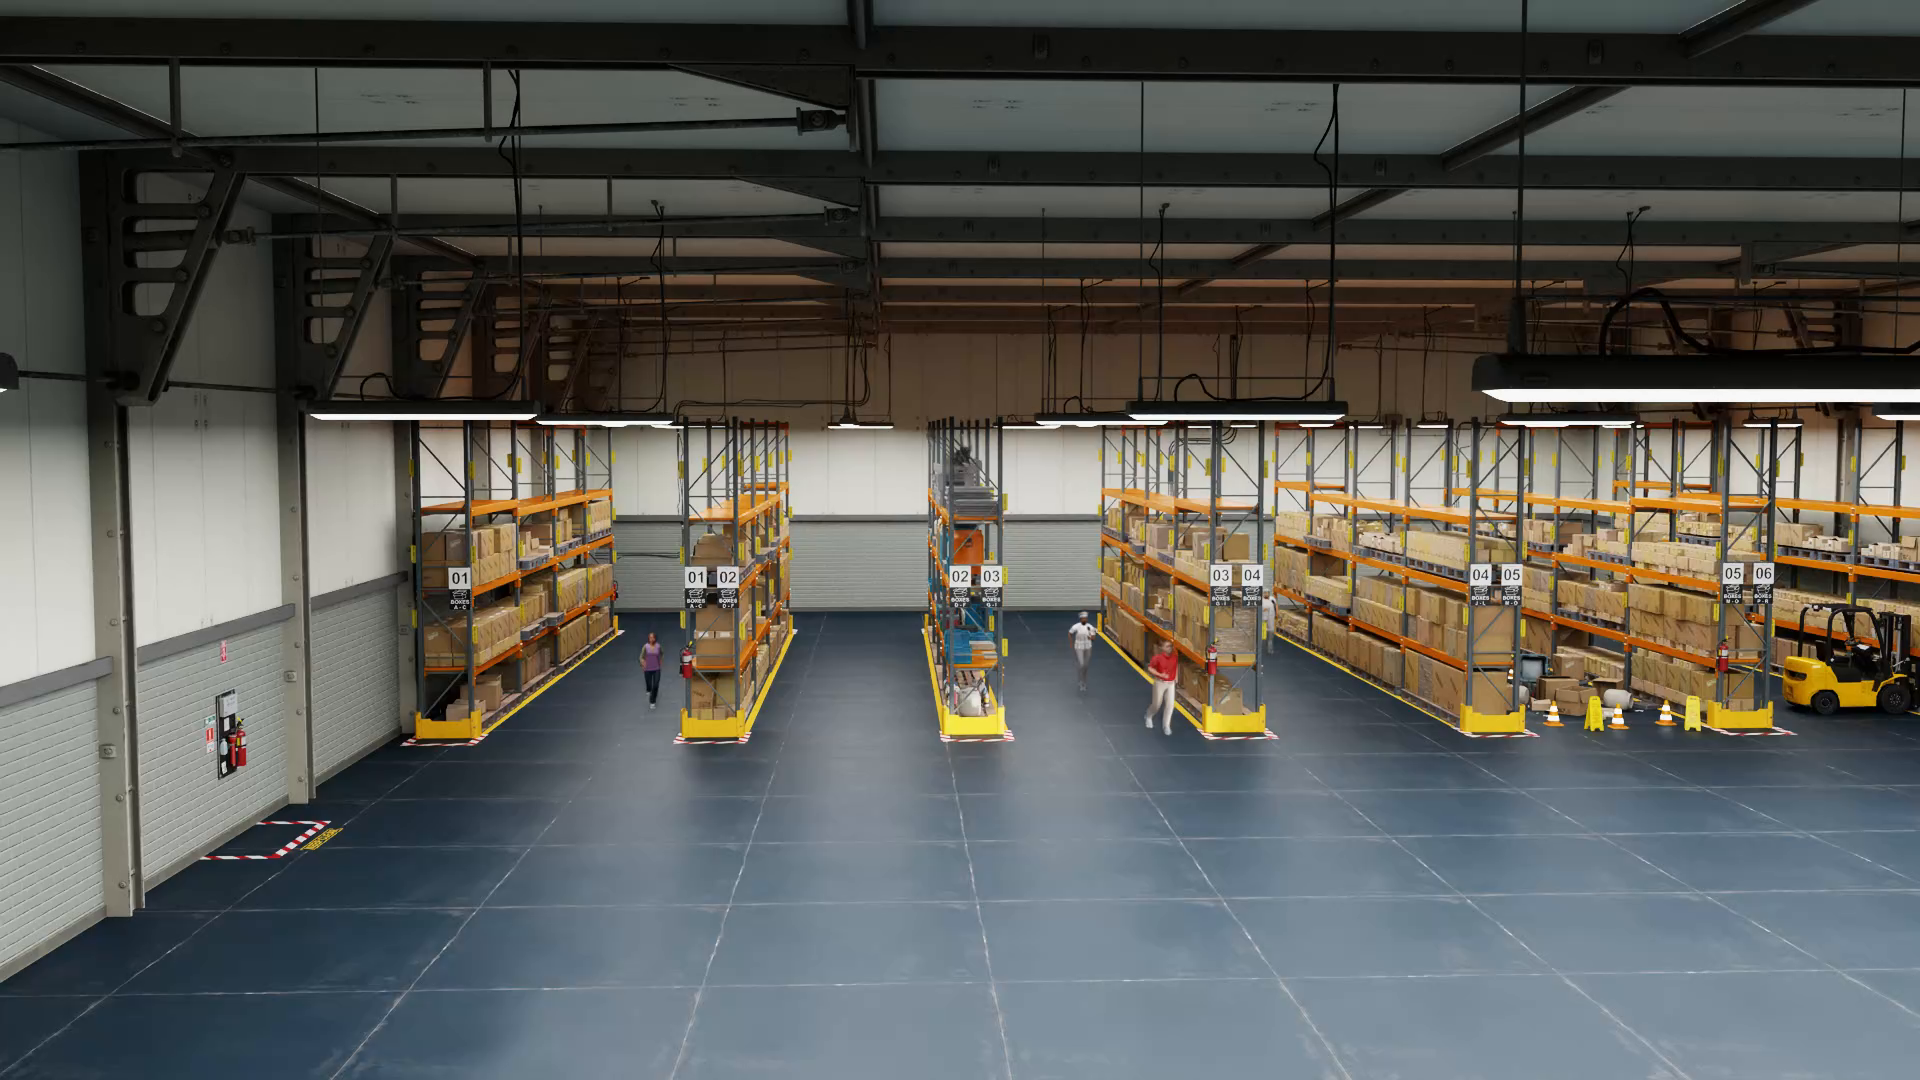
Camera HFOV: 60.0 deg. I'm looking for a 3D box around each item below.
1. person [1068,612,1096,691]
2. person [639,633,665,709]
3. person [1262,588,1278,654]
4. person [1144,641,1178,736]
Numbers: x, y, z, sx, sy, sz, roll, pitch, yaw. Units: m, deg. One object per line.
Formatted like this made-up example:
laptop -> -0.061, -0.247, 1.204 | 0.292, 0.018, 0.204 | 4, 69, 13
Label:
person -> 2.731, 2.460, 37.033 | 0.549, 1.755, 0.781 | -1, 4, -15
person -> -6.379, 2.742, 34.514 | 0.536, 1.475, 0.651 | -1, 4, -14
person -> 7.959, 2.087, 43.148 | 0.609, 1.716, 0.882 | 0, 4, 1
person -> 3.901, 2.798, 31.733 | 0.691, 1.743, 0.889 | -1, 4, -18
